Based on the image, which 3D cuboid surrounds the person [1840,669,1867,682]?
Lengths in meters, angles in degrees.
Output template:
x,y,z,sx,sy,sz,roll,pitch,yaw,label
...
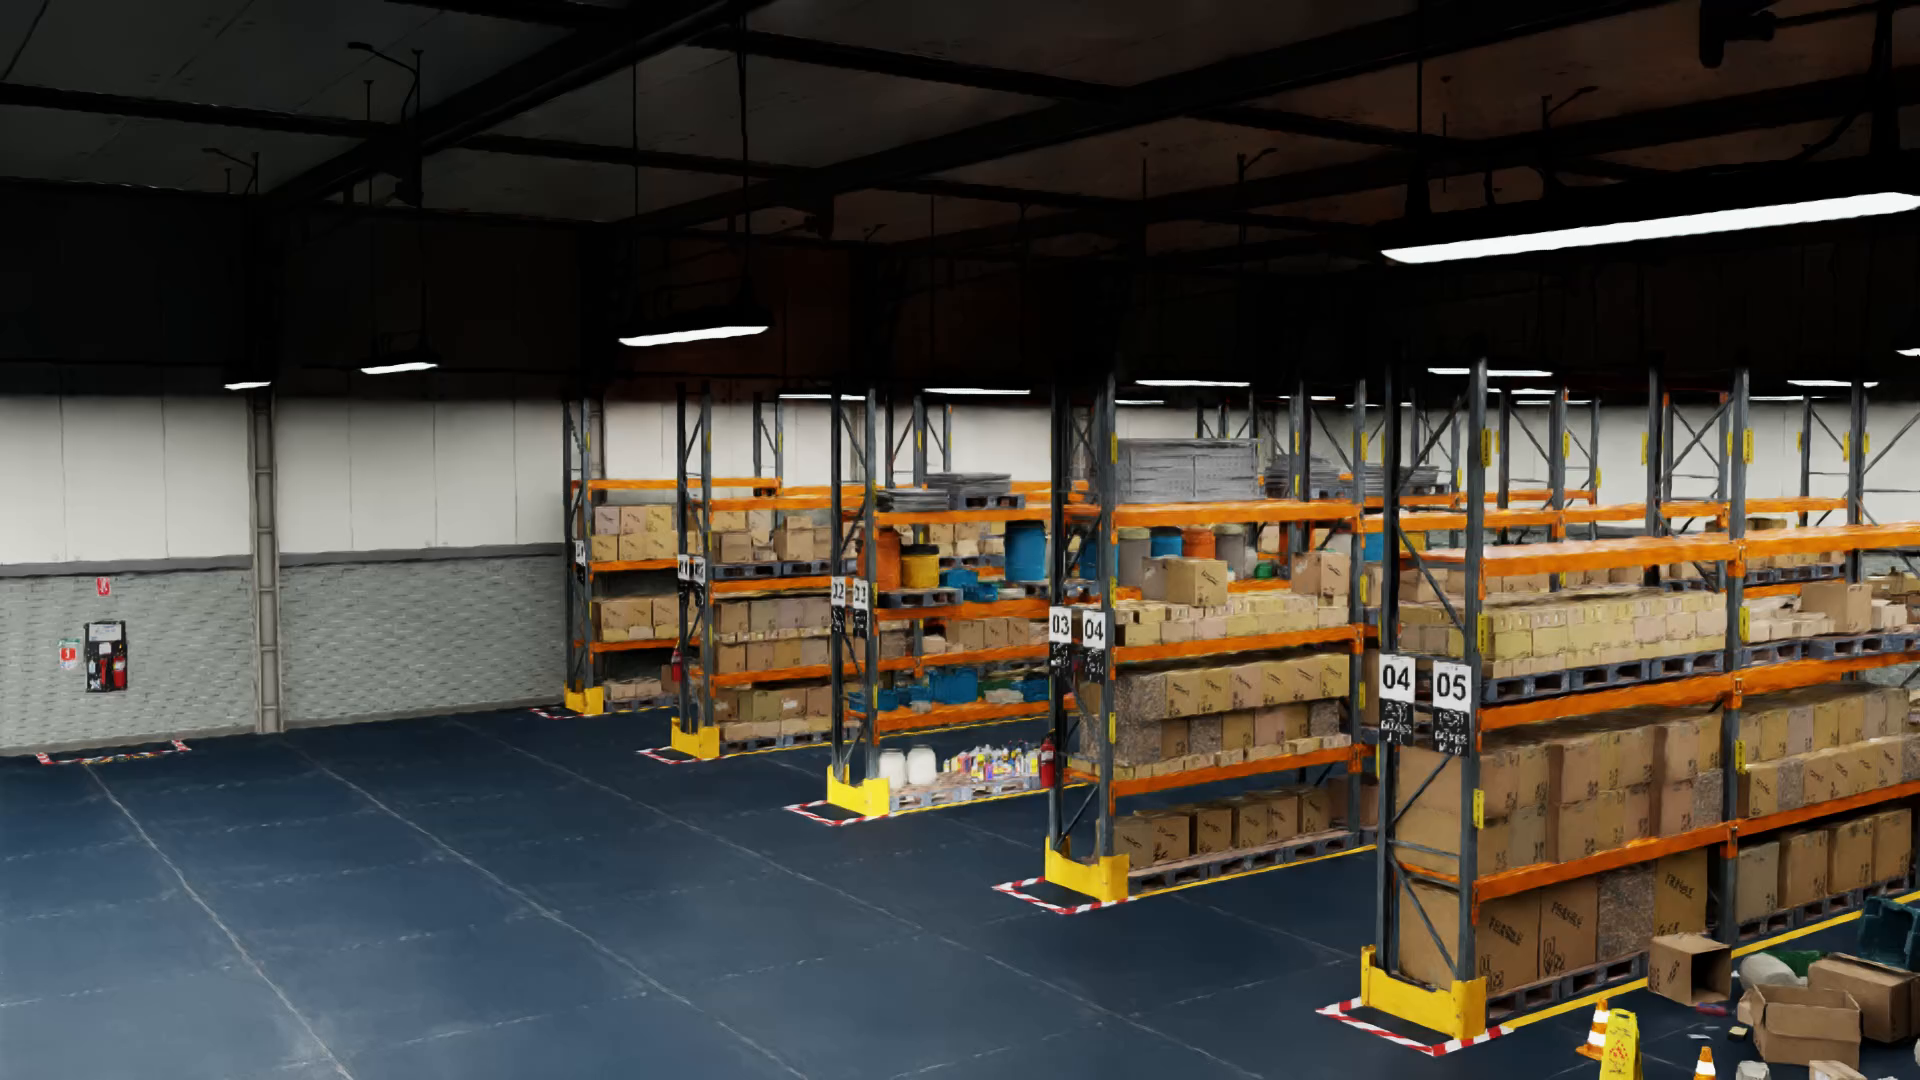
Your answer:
x,y,z,sx,sy,sz,roll,pitch,yaw,label
16.676,2.345,31.035,0.989,1.621,0.482,-2,4,-26,person
